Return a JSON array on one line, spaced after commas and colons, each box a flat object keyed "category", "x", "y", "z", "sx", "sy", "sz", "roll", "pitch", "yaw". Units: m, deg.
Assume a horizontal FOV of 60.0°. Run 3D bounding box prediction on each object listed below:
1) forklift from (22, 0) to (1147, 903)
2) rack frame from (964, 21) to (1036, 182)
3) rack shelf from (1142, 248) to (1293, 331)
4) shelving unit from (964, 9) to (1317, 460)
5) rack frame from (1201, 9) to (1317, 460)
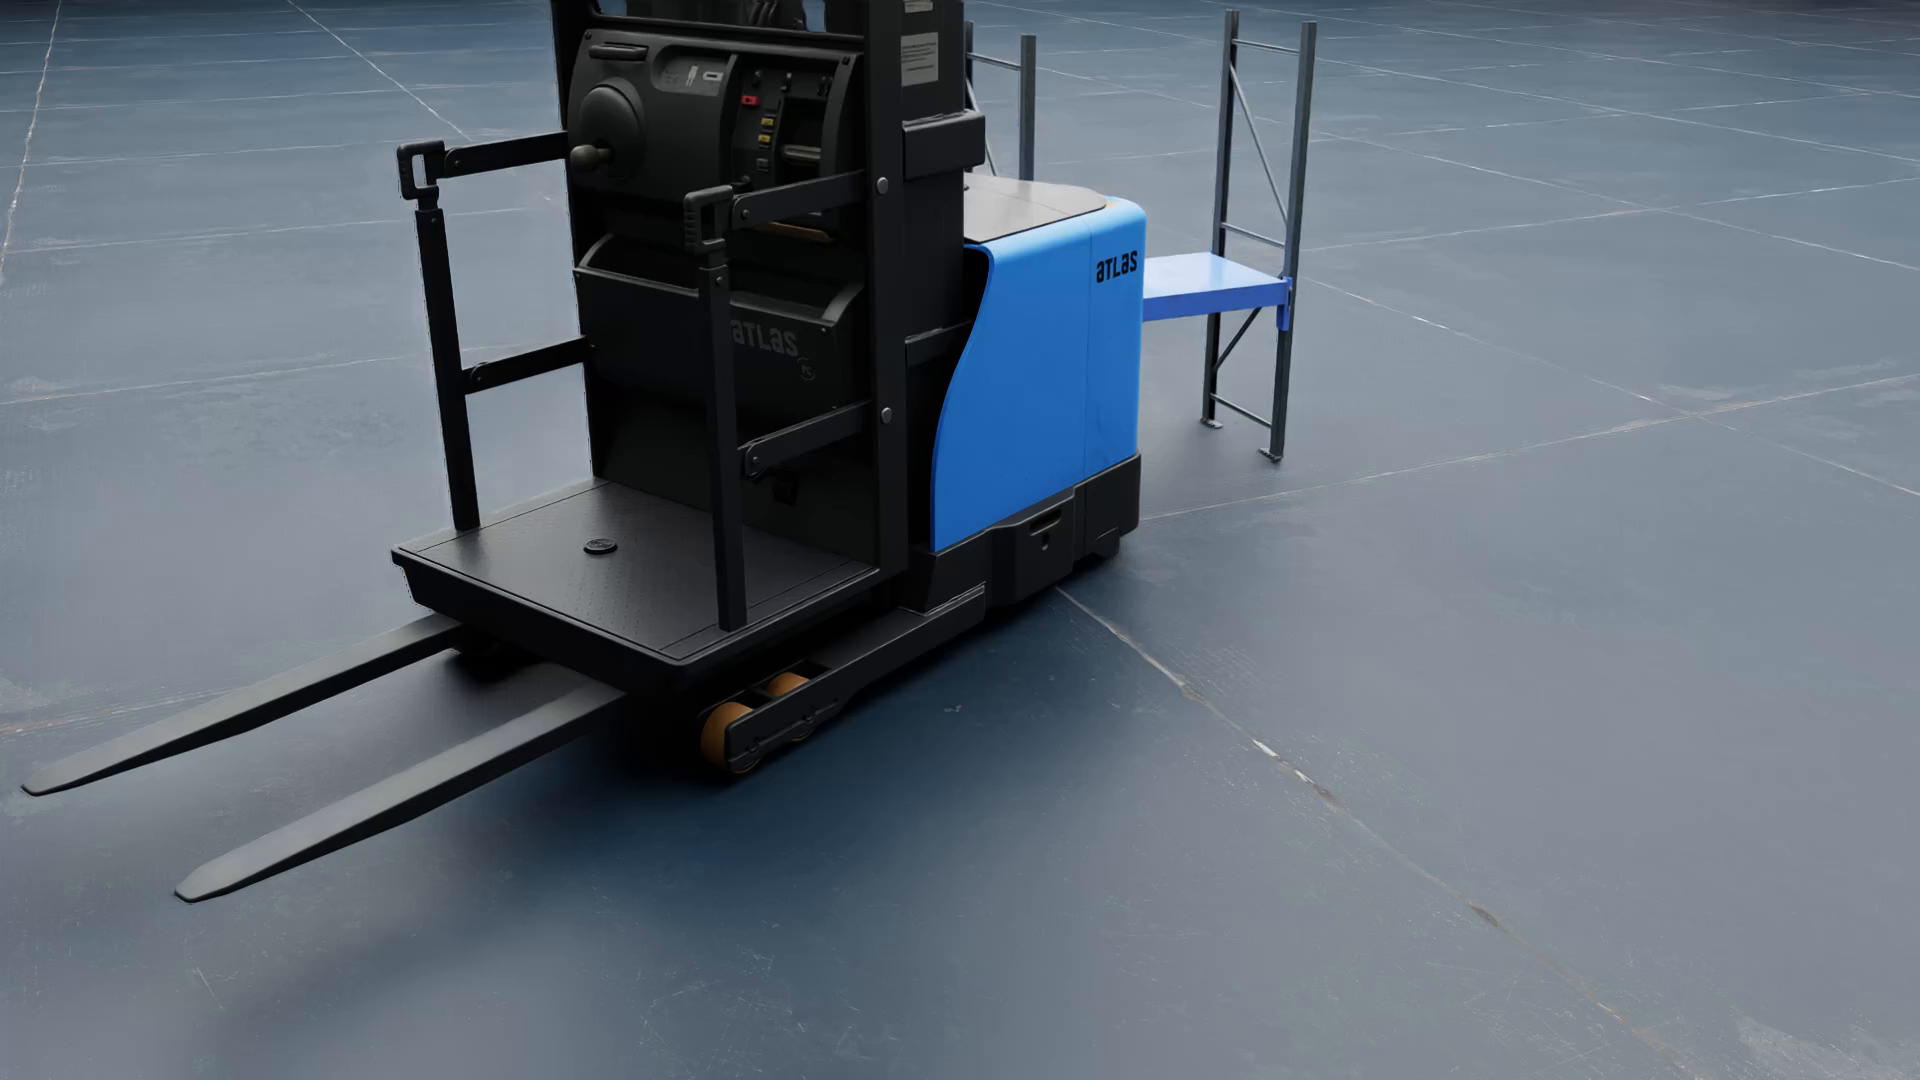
[{"category": "forklift", "x": -0.748, "y": -1.017, "z": 3.875, "sx": 1.130, "sy": 2.935, "sz": 3.031, "roll": 17, "pitch": 28, "yaw": 35}, {"category": "rack frame", "x": 0.113, "y": -0.909, "z": 5.484, "sx": 0.032, "sy": 1.500, "sz": 0.500, "roll": -10, "pitch": 24, "yaw": -22}, {"category": "rack shelf", "x": 0.577, "y": -0.822, "z": 5.745, "sx": 1.000, "sy": 0.185, "sz": 0.538, "roll": -10, "pitch": 24, "yaw": -22}, {"category": "shelving unit", "x": 0.577, "y": -0.988, "z": 5.677, "sx": 1.048, "sy": 1.500, "sz": 0.538, "roll": -10, "pitch": 24, "yaw": -22}, {"category": "rack frame", "x": 1.040, "y": -1.068, "z": 5.869, "sx": 0.032, "sy": 1.500, "sz": 0.500, "roll": -10, "pitch": 24, "yaw": -22}]
